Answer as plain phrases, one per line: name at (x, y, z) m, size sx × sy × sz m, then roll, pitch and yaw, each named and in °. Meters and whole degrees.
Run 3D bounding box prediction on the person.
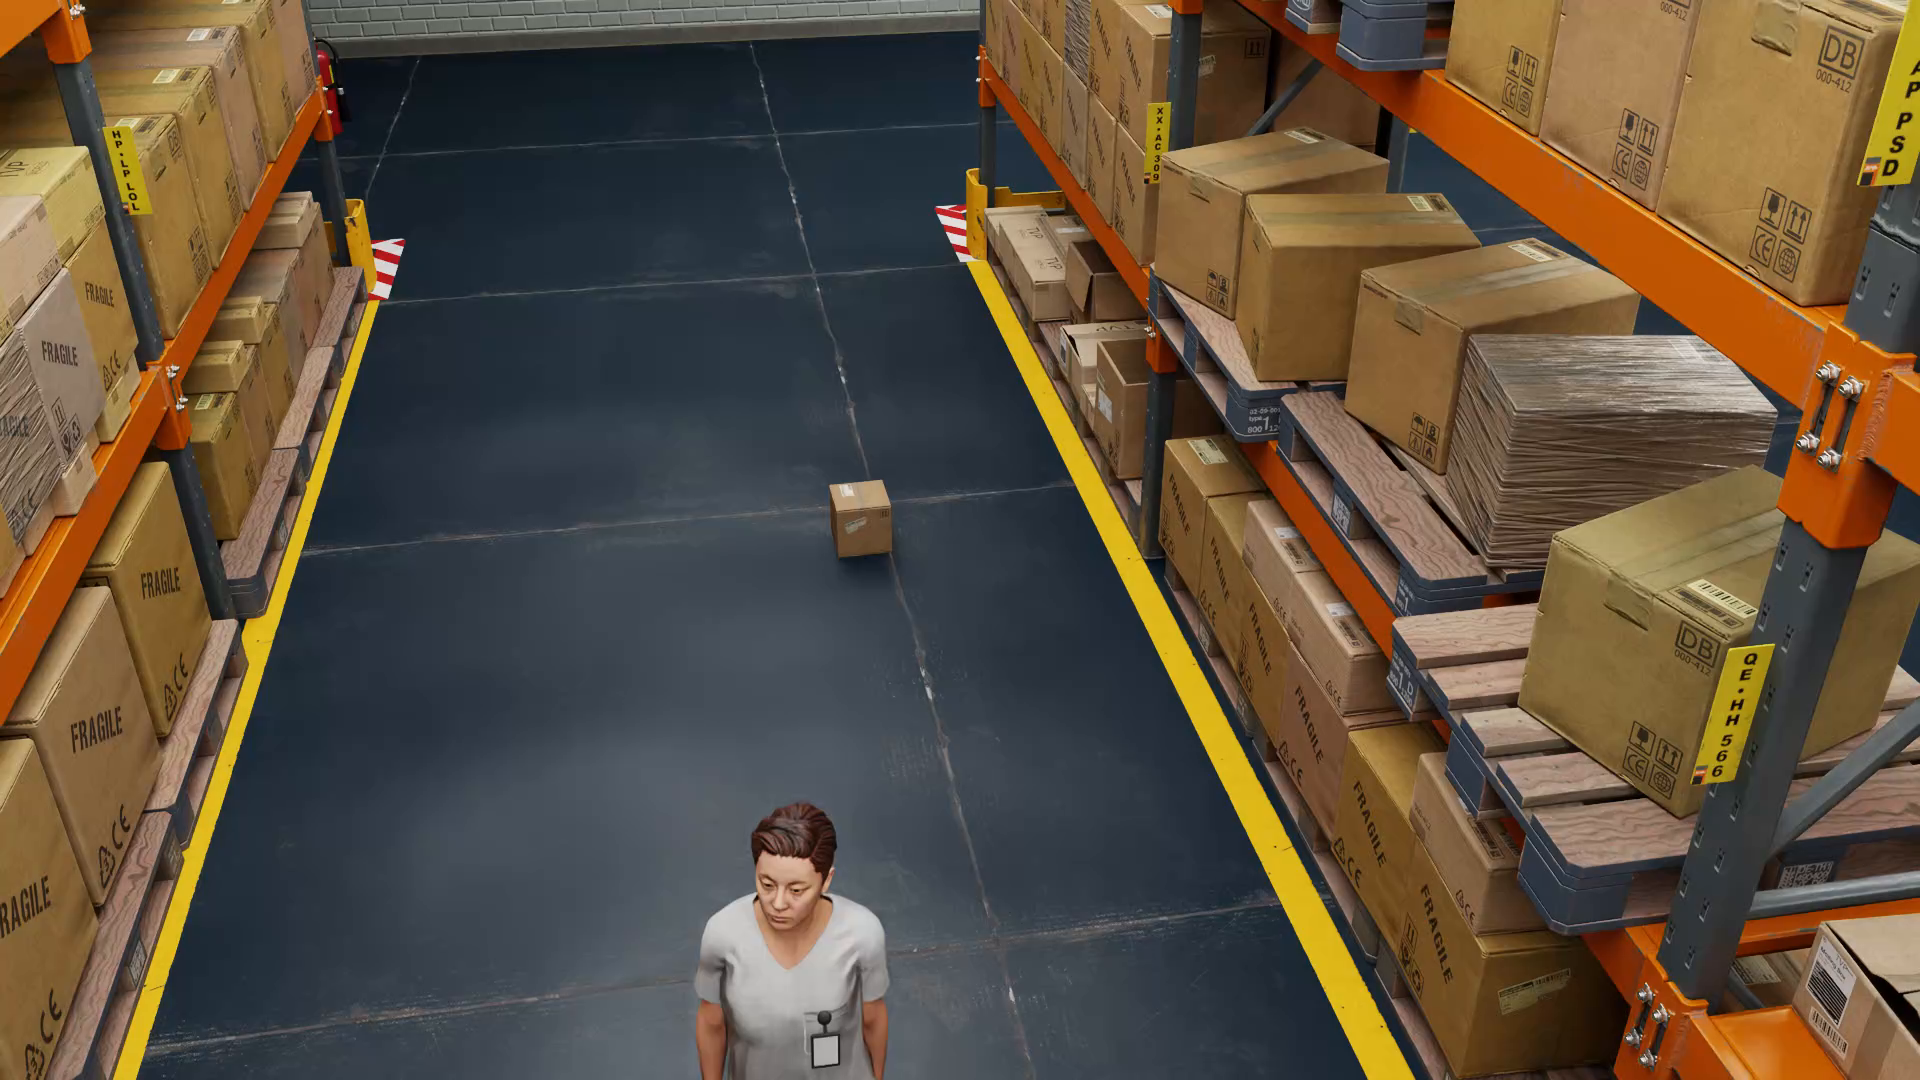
person at (-0.383, 1.291, 3.946) m, size 0.444 × 1.650 × 0.737 m, roll 1°, pitch 31°, yaw 2°
